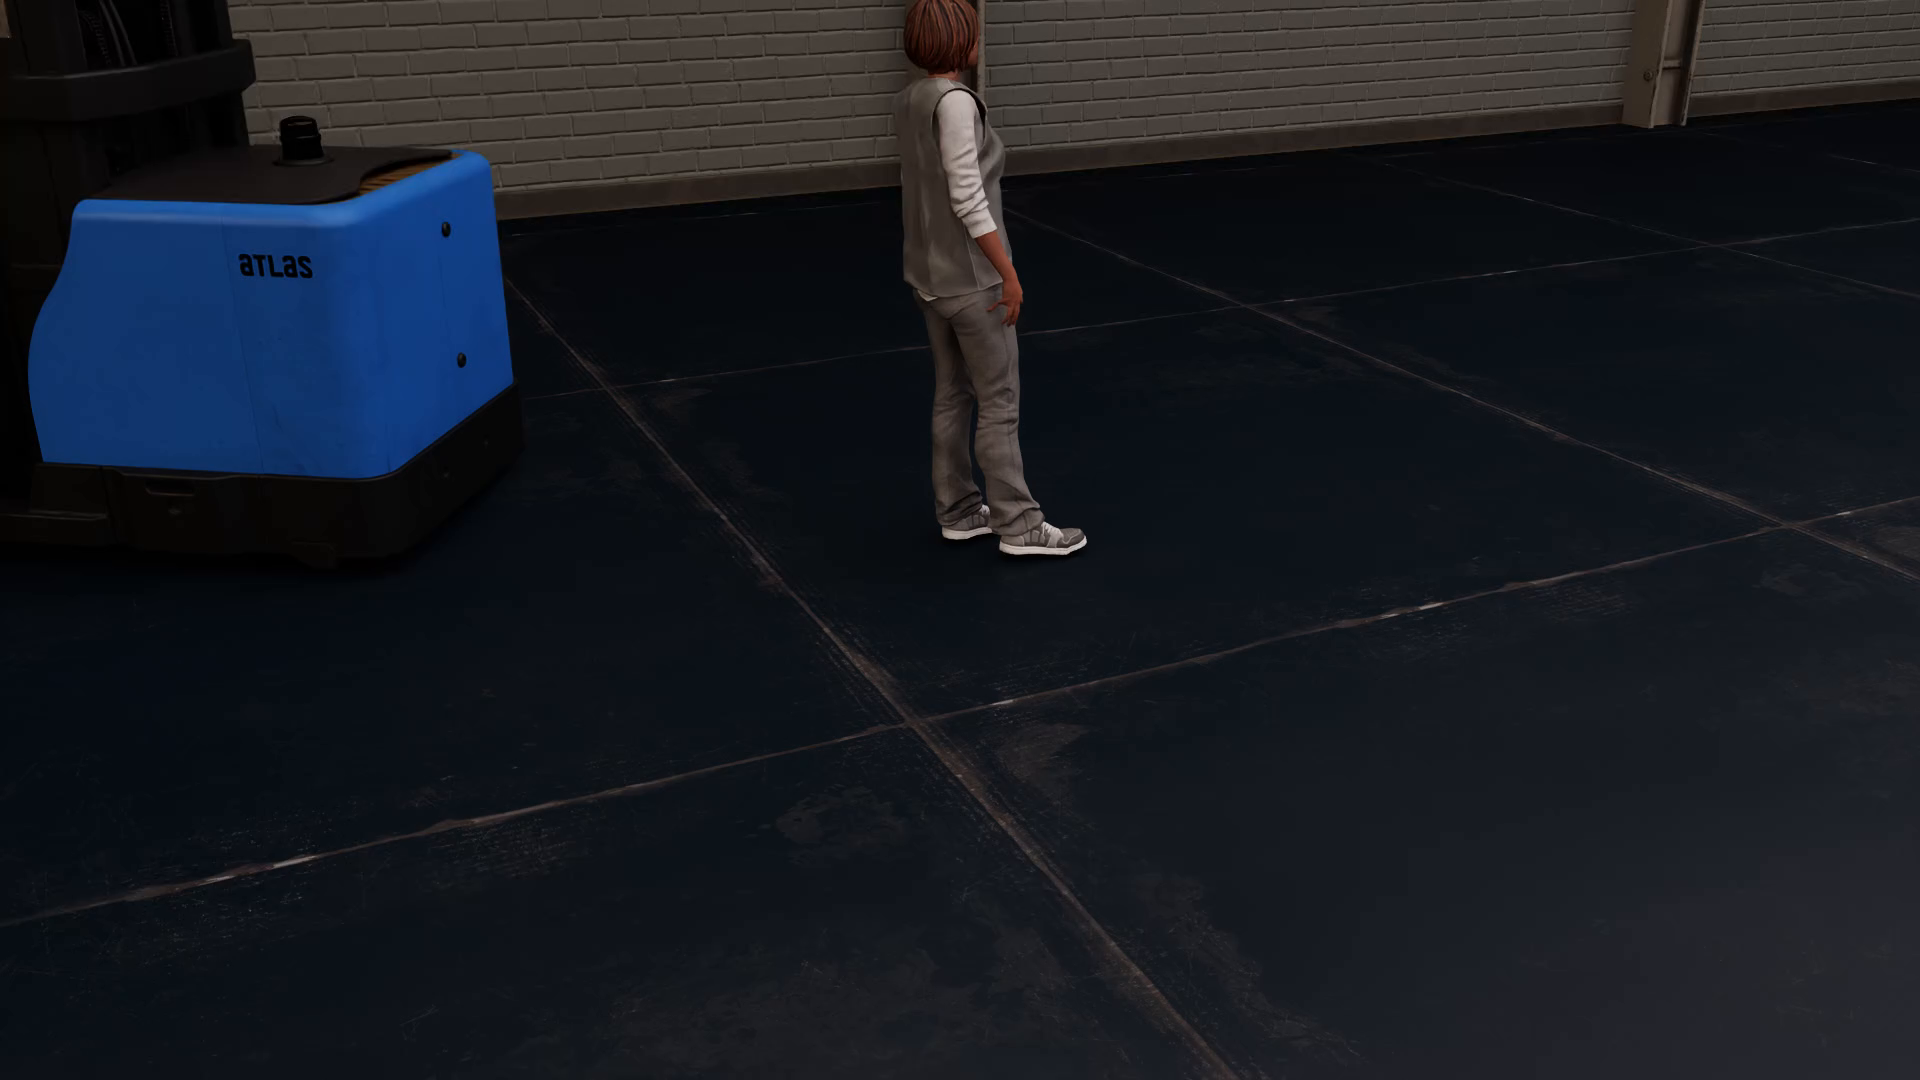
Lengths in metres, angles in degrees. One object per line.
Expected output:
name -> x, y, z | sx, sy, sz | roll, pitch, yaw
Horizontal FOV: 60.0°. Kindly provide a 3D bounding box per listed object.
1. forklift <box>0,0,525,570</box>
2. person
forklift -> -3.041, -1.512, 4.926 | 3.031, 2.935, 1.130 | 3, 23, 8
person -> 0.074, -0.751, 4.815 | 0.473, 1.599, 0.521 | -10, 25, -23
